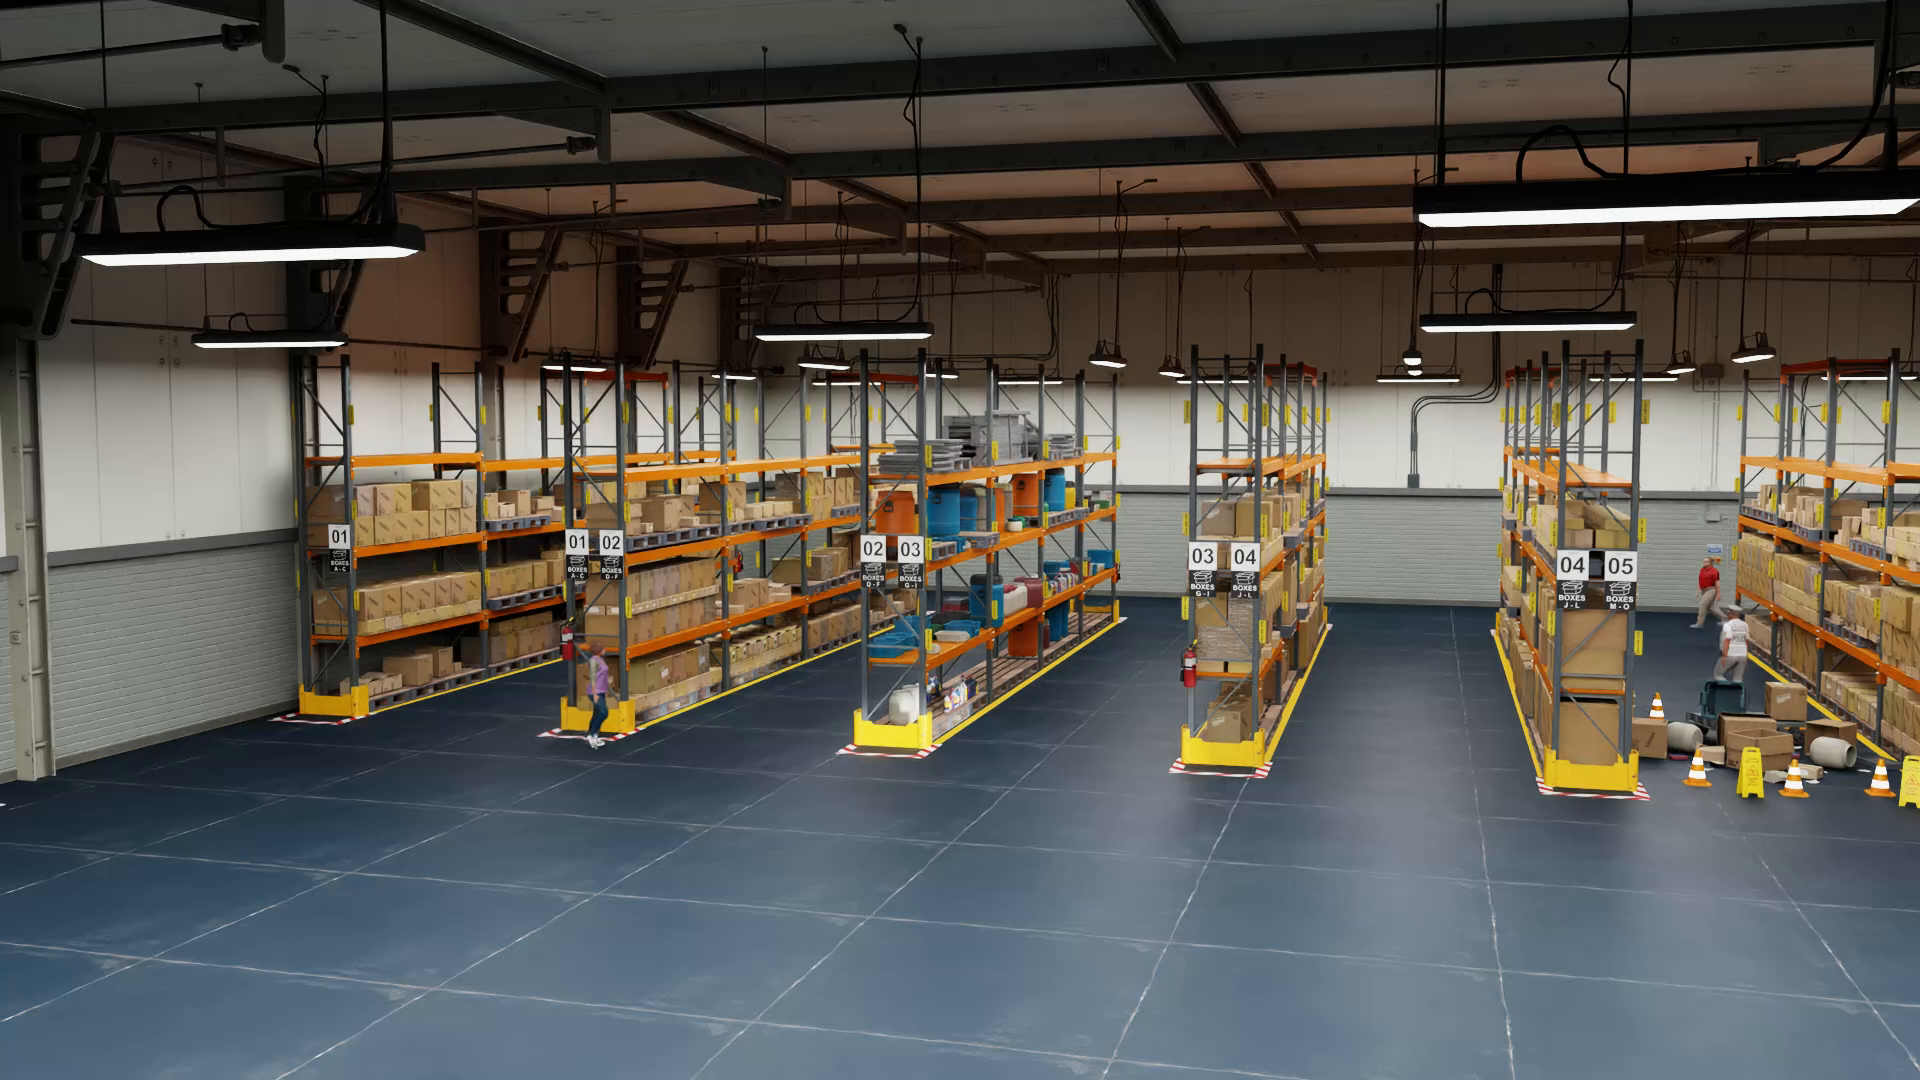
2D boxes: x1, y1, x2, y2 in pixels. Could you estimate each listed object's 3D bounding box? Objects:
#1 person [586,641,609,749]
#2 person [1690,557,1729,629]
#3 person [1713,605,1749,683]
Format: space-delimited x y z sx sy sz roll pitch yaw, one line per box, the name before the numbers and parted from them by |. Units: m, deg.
person | -5.448 2.320 25.034 0.418 1.607 0.443 1 4 10
person | 17.593 1.226 39.021 1.017 1.680 0.537 0 4 -3
person | 13.203 1.998 28.386 0.561 1.781 0.450 -1 4 -10
